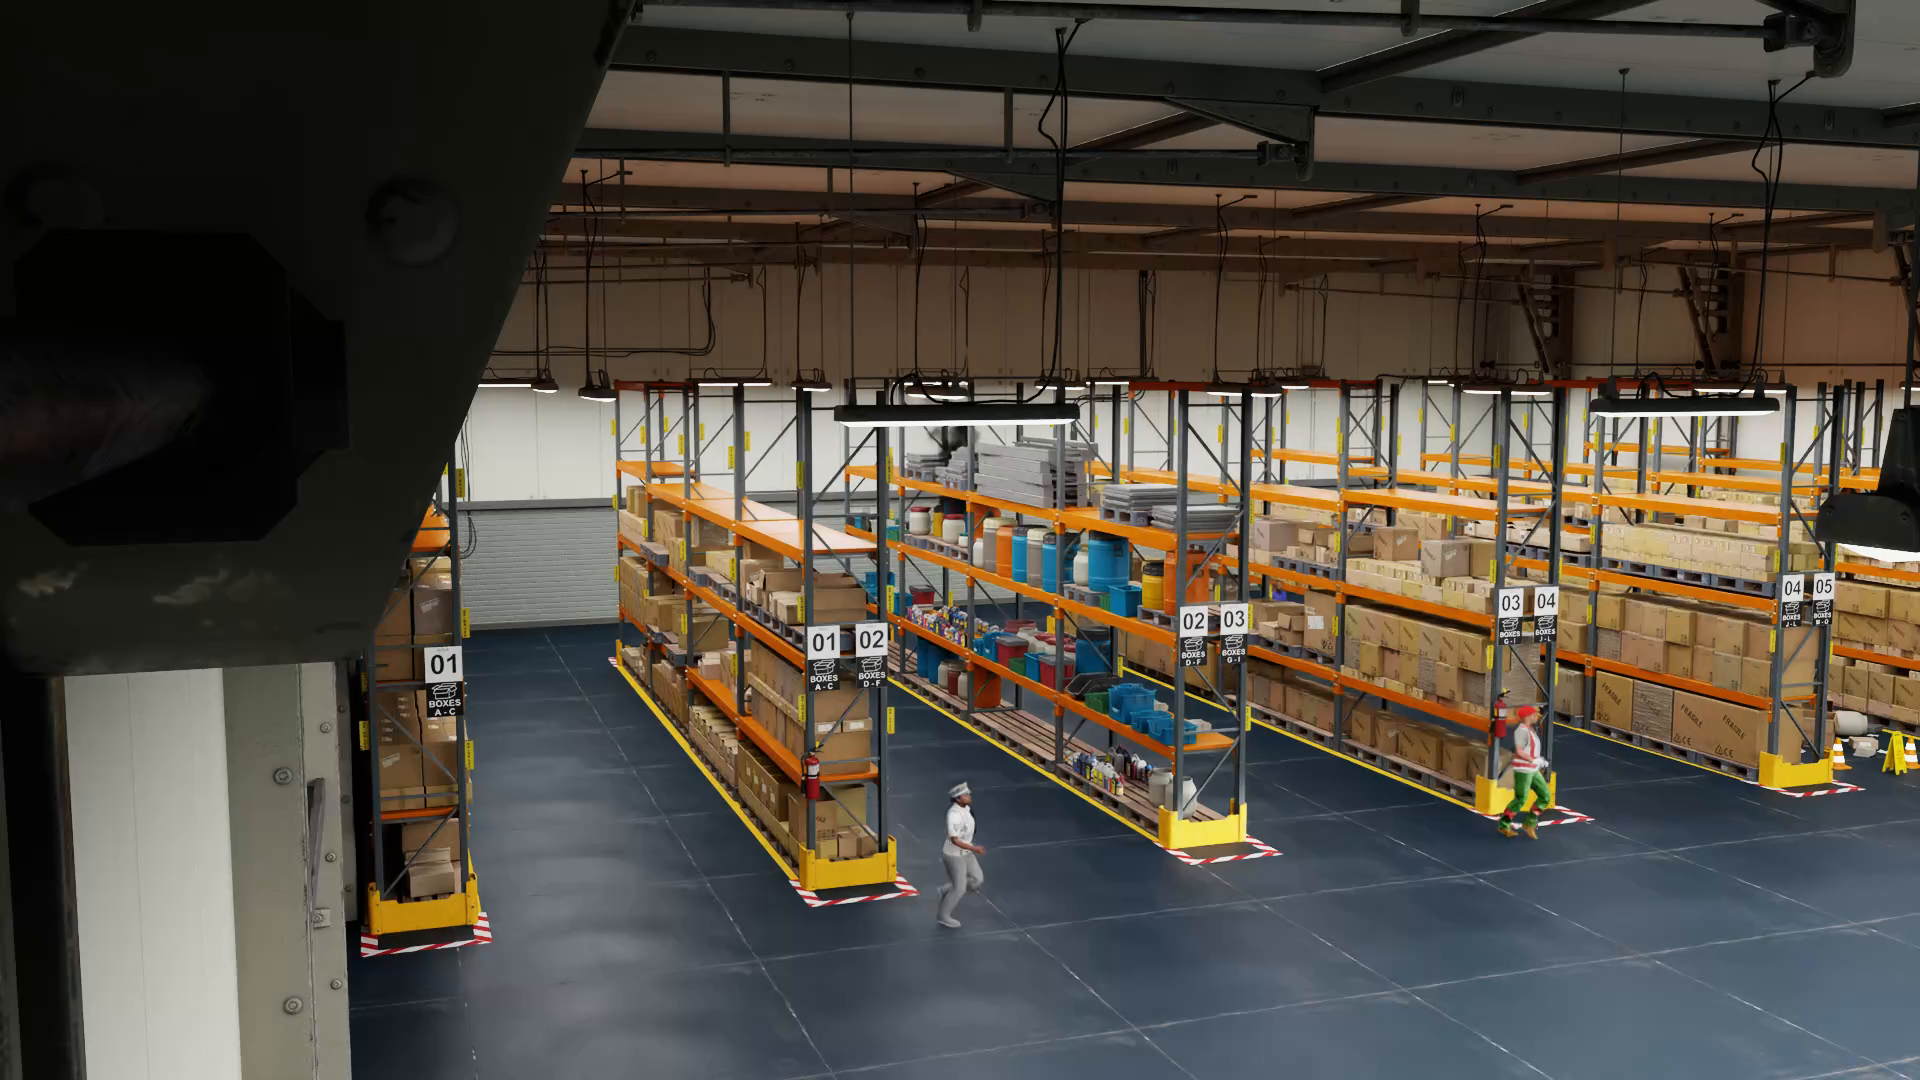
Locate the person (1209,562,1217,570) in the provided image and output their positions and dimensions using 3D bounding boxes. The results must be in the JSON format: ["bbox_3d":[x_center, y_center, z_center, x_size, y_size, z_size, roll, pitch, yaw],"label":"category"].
[{"bbox_3d":[5.831,1.390,38.923,0.740,1.764,0.753,0,6,-3],"label":"person"}]

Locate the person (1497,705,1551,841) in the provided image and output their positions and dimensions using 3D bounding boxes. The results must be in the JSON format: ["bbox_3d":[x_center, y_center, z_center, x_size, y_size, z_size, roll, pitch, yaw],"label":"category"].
[{"bbox_3d":[7.603,3.107,22.265,0.636,1.792,0.732,4,7,36],"label":"person"}]

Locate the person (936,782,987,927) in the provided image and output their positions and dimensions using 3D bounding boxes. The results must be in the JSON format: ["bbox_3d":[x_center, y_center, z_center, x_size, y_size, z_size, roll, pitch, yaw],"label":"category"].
[{"bbox_3d":[0.031,3.533,18.786,0.613,1.663,0.607,2,6,17],"label":"person"}]

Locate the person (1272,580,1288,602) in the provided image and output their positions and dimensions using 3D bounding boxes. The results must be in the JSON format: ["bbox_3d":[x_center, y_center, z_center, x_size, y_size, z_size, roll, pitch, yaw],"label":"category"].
[{"bbox_3d":[6.918,1.681,35.985,0.587,1.613,1.034,-2,6,-14],"label":"person"}]
